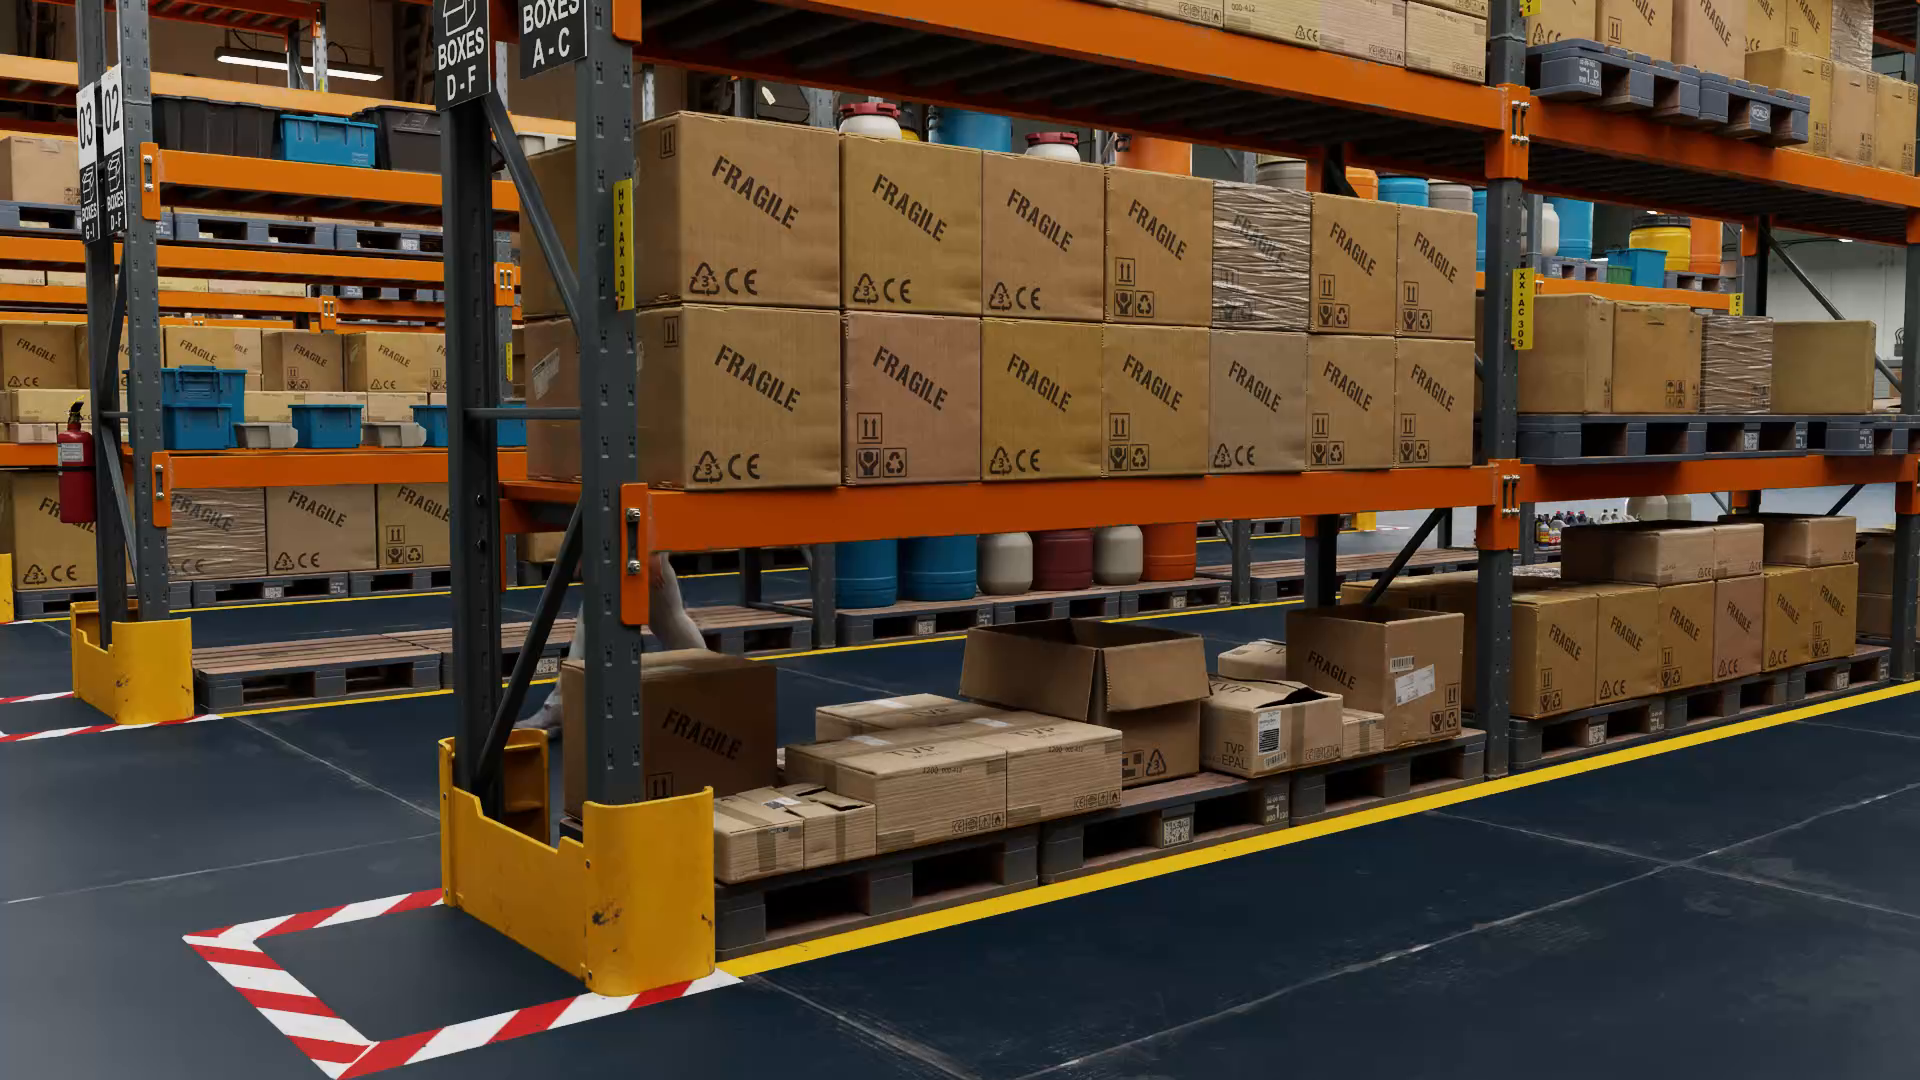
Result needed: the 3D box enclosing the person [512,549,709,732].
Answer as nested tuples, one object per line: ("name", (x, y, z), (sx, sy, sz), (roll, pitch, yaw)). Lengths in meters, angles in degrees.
("person", (-1.616, 0.037, 7.868), (1.047, 1.701, 0.556), (-1, 4, -12))
